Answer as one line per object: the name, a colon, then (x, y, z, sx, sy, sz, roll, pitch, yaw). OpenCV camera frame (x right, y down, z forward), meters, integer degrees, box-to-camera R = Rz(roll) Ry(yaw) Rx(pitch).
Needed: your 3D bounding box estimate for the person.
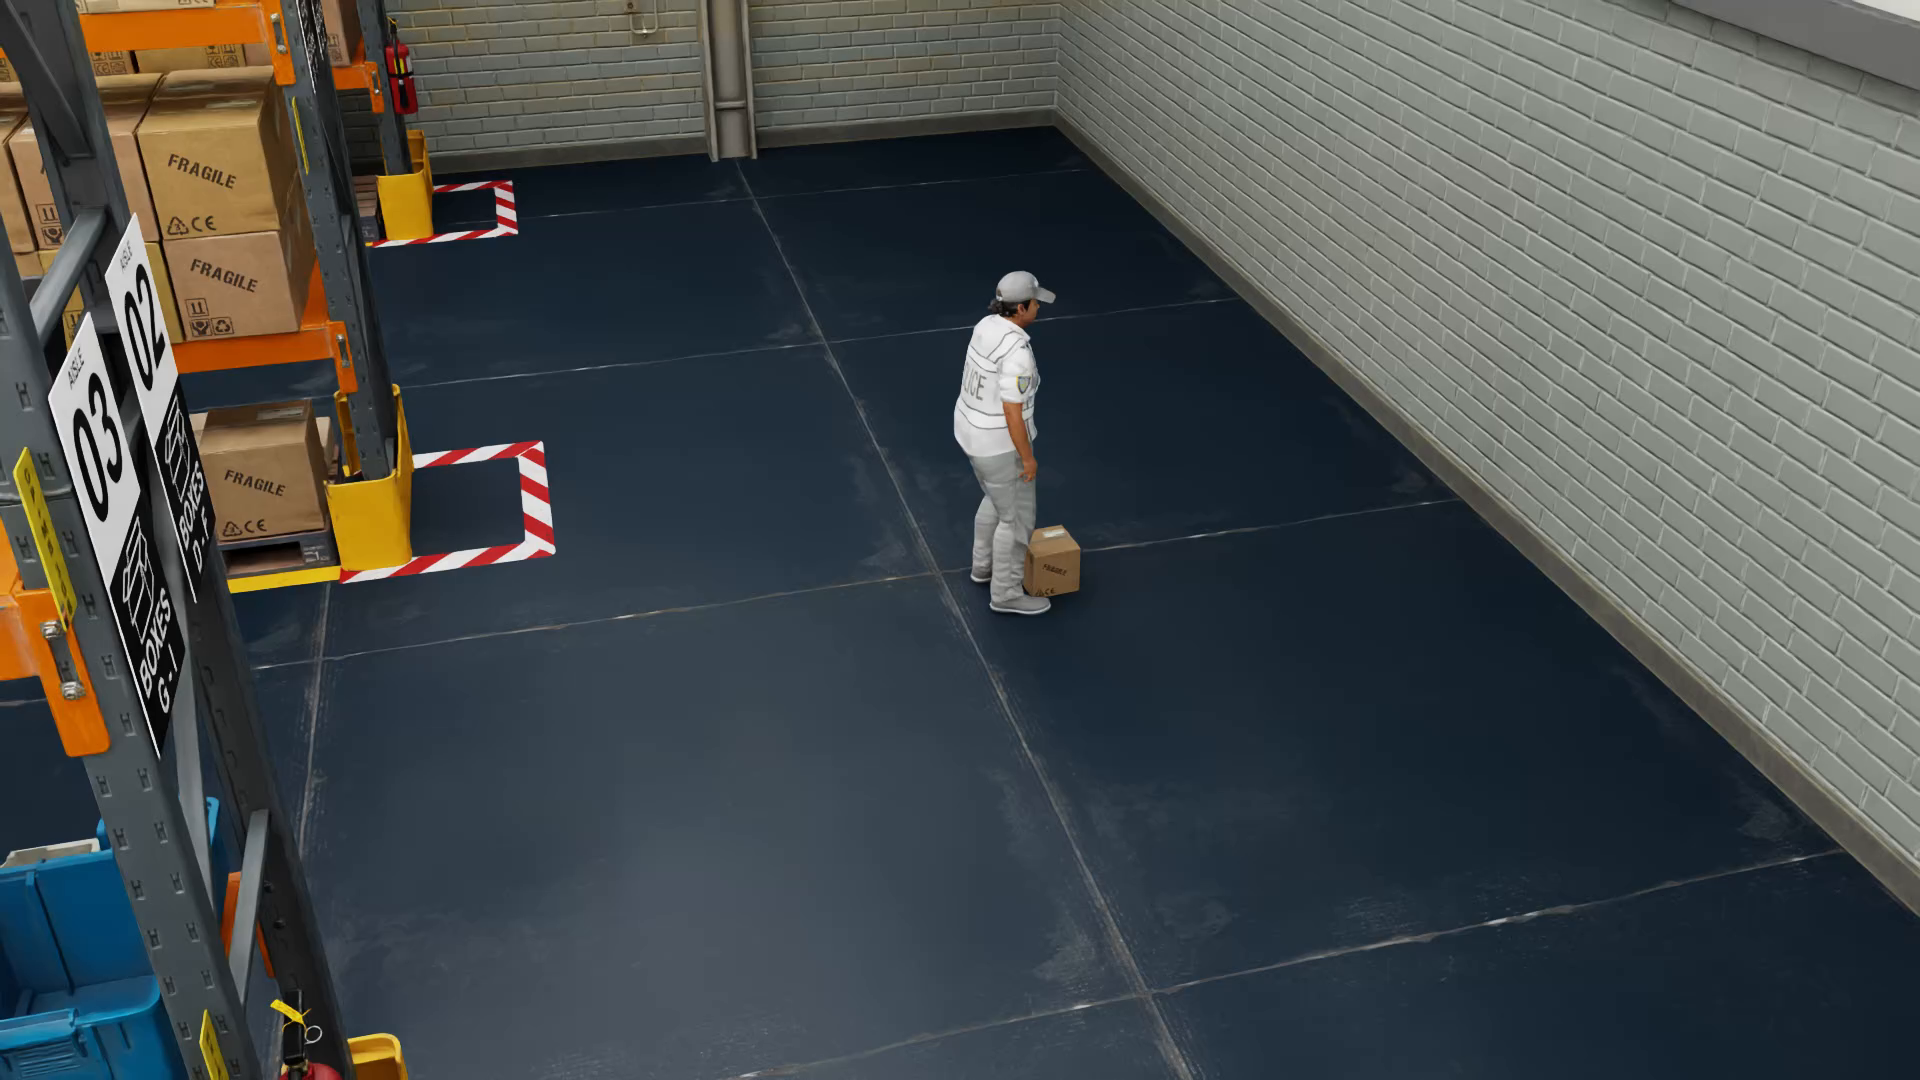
person: (0.227, -0.472, 7.926, 0.463, 1.667, 0.563, -9, 32, -16)
